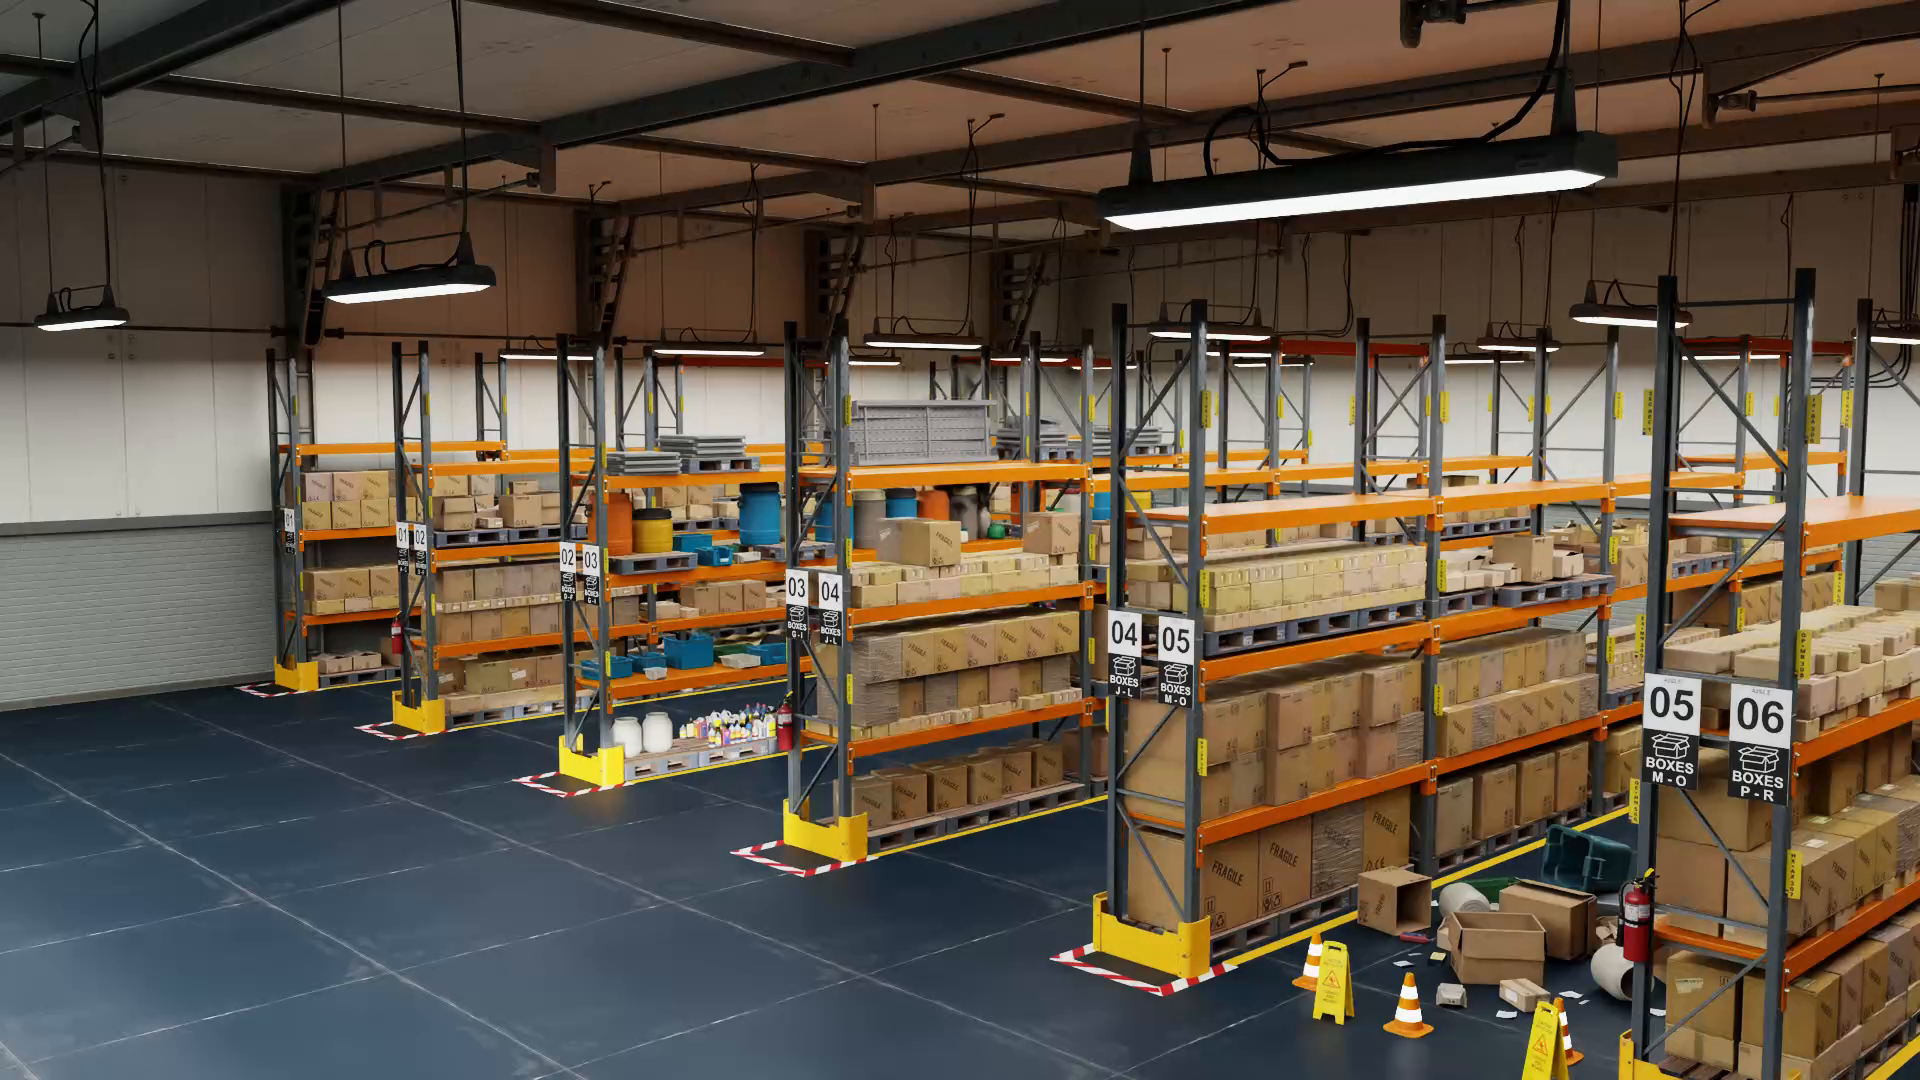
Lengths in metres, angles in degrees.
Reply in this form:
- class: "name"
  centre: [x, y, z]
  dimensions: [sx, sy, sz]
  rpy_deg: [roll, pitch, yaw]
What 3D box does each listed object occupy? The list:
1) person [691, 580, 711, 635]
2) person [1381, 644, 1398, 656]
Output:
- class: "person"
  centre: [-4.905, 1.582, 31.652]
  dimensions: [0.624, 1.687, 0.839]
  rpy_deg: [4, 7, 42]
- class: "person"
  centre: [6.197, 2.265, 23.906]
  dimensions: [0.653, 1.700, 0.746]
  rpy_deg: [4, 6, 38]
